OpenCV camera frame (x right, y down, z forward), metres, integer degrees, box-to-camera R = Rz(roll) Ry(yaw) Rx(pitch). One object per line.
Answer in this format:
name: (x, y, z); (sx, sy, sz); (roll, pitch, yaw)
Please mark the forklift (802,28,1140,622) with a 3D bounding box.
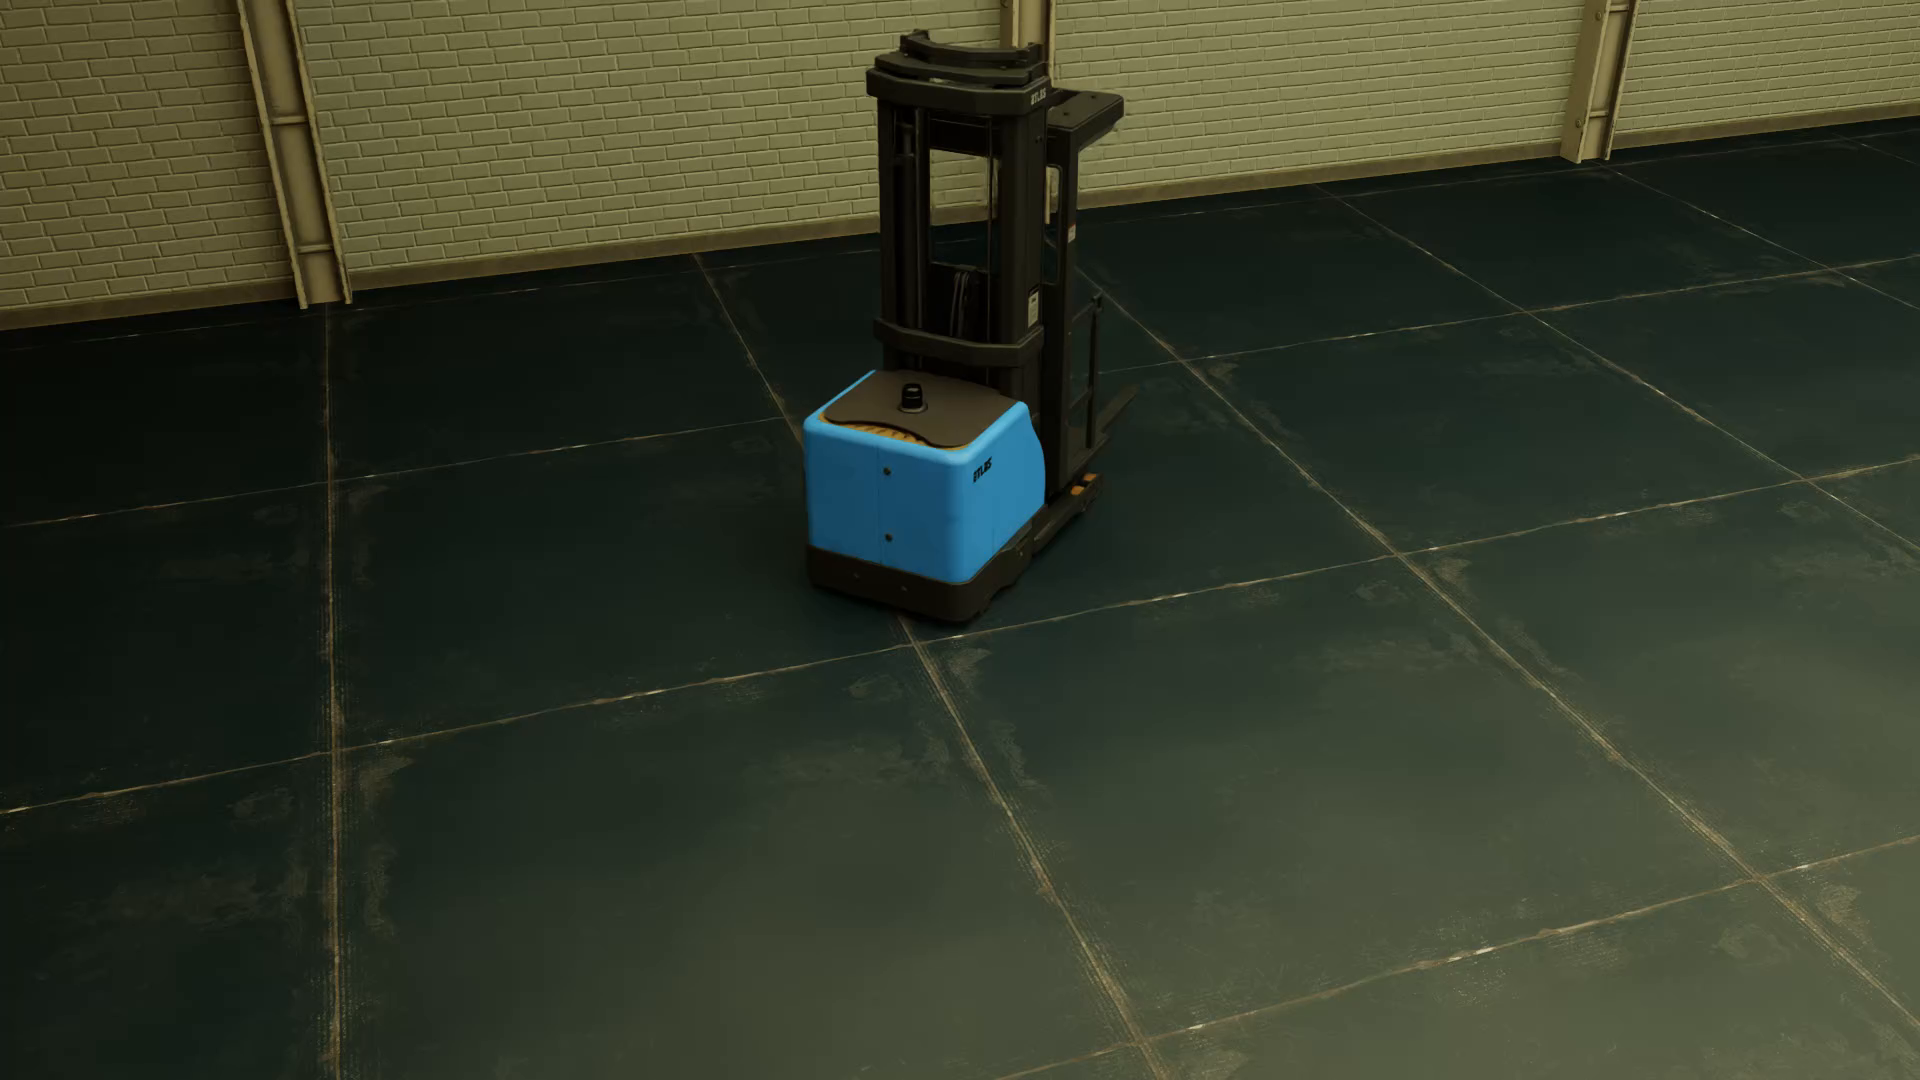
forklift: (0.247, -1.533, 9.751); (1.130, 2.935, 3.031); (14, 33, 23)
